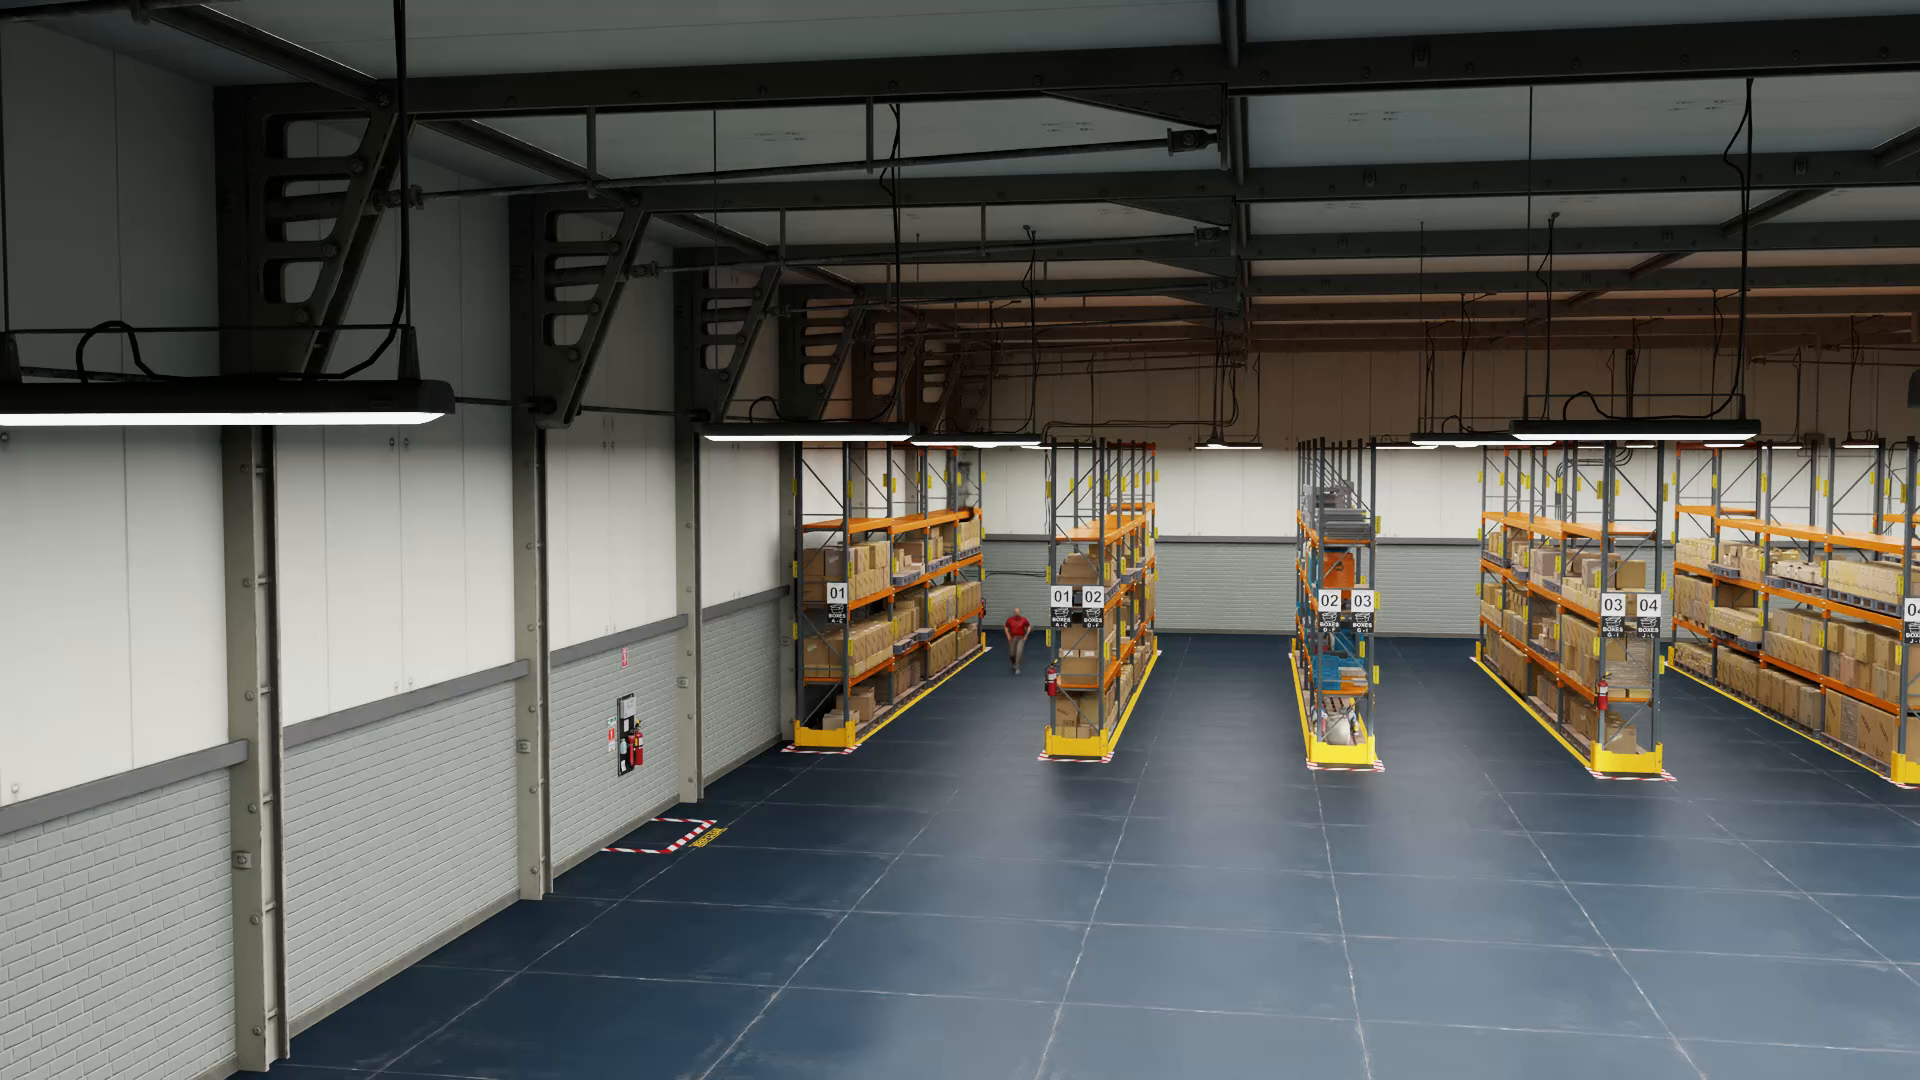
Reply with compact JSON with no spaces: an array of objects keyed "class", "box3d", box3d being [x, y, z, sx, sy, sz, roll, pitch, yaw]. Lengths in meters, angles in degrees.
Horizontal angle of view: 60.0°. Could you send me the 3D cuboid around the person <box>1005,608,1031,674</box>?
[{"class":"person","box3d":[1.499,2.603,43.141,0.685,1.707,0.631,0,3,4]}]
